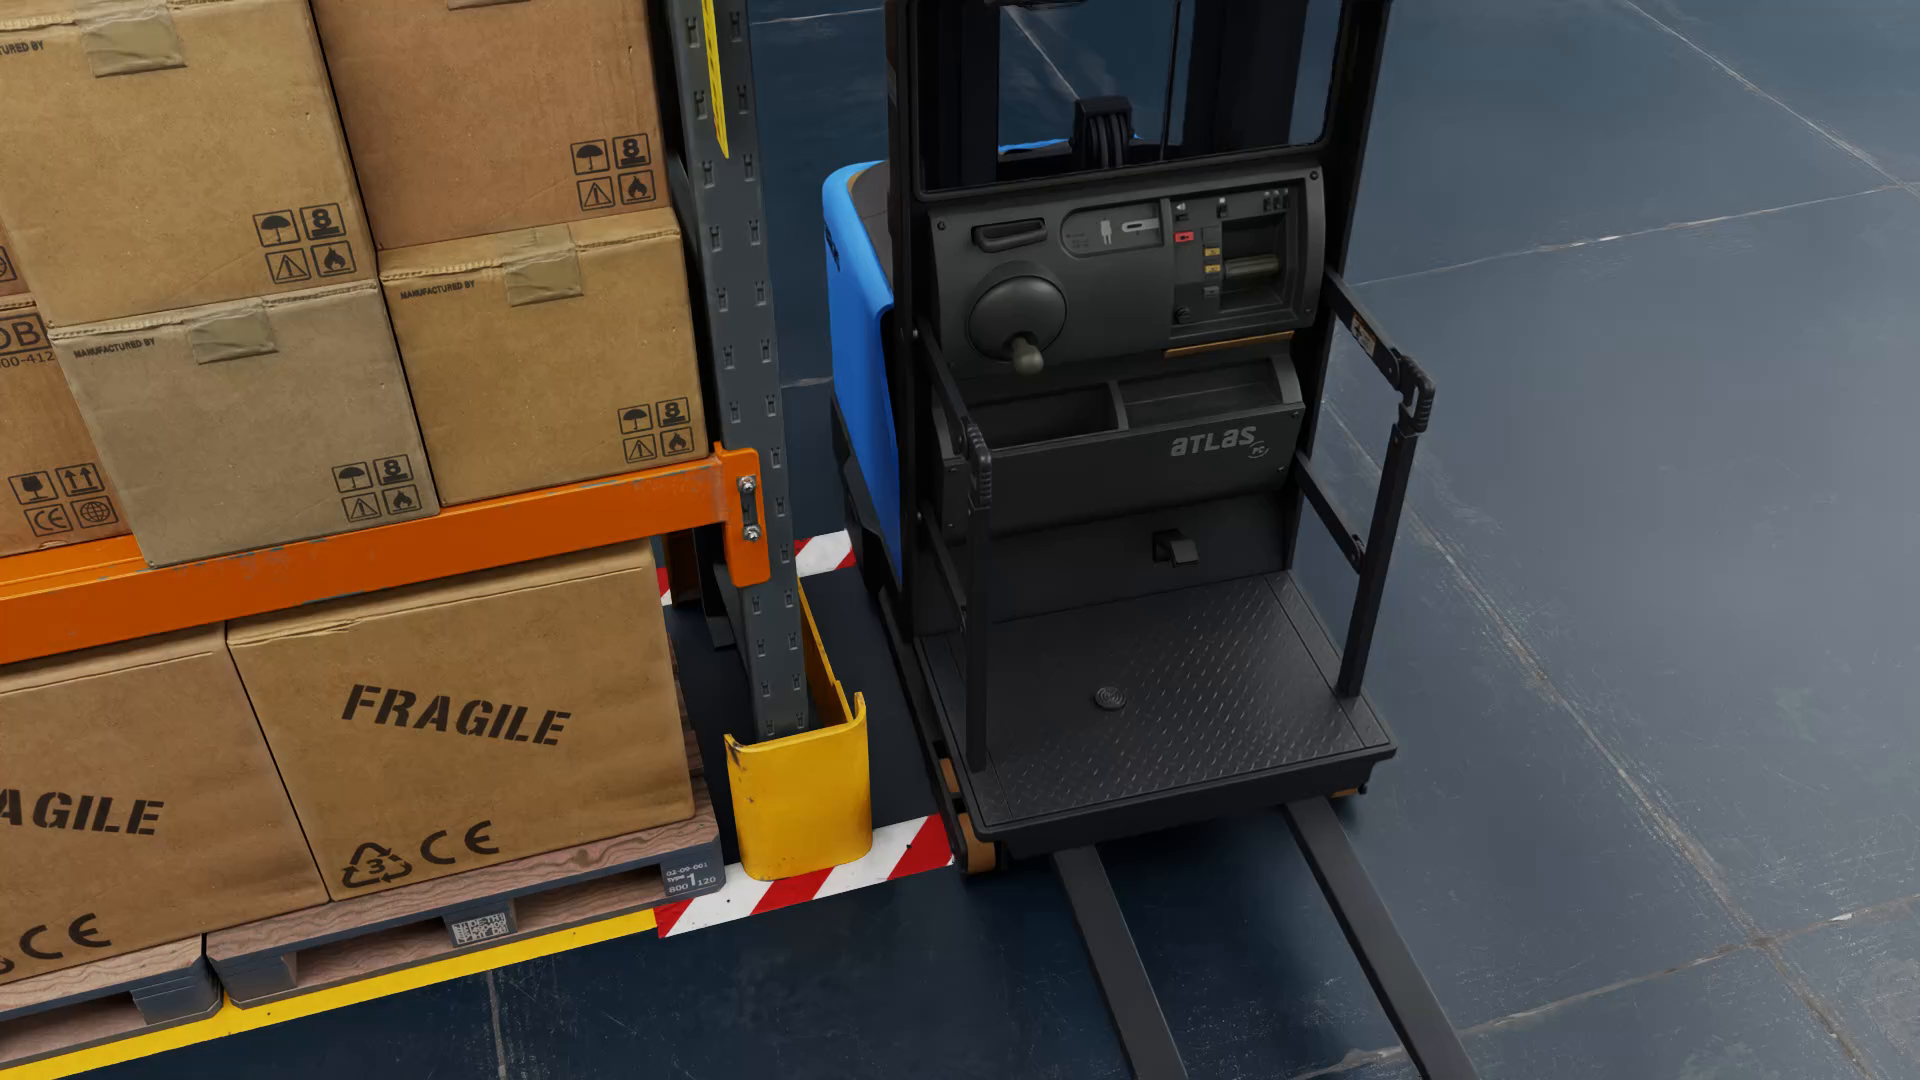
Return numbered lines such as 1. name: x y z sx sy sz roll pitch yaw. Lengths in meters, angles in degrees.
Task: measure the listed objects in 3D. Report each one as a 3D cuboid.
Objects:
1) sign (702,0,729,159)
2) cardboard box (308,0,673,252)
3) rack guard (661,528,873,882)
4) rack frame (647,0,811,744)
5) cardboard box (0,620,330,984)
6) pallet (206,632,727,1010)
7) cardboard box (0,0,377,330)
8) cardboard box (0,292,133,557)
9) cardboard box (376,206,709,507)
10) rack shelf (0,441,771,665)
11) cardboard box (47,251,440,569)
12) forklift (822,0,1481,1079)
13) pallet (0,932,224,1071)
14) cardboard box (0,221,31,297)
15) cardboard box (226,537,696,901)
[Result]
1. sign: -0.424 -0.823 2.852 0.005 0.325 0.100 -12 42 -13
2. cardboard box: -0.939 -1.055 3.243 0.550 0.550 0.875 -12 42 -13
3. rack guard: -0.551 0.296 4.532 0.348 0.500 1.175 -12 42 -13
4. rack frame: -0.573 -0.641 3.704 0.127 3.000 1.000 -12 42 -13
5. cardboard box: -2.039 0.352 3.863 0.875 0.875 0.875 -12 43 -14
6. pallet: -1.313 0.616 4.384 1.213 0.211 1.003 -12 42 -13
7. cardboard box: -1.436 -0.888 3.052 0.550 0.550 0.875 -12 42 -13
8. cardboard box: -2.004 -0.441 3.361 0.550 0.550 0.875 -12 42 -13
9. cardboard box: -0.914 -0.596 3.538 0.550 0.550 0.875 -12 42 -13
10. rack shelf: -2.481 0.025 3.488 4.000 0.370 1.077 -12 42 -13
11. cardboard box: -1.432 -0.473 3.398 0.550 0.550 0.875 -12 42 -13
12. forklift: 0.448 -0.534 3.633 1.130 2.935 3.031 -10 42 -11
13. pallet: -2.474 0.855 4.111 1.213 0.211 1.003 -12 42 -13
14. cardboard box: -2.011 -0.863 3.023 0.550 0.550 0.875 -12 42 -13
15. cardboard box: -1.200 0.177 4.064 0.875 0.875 0.875 -11 42 -13
